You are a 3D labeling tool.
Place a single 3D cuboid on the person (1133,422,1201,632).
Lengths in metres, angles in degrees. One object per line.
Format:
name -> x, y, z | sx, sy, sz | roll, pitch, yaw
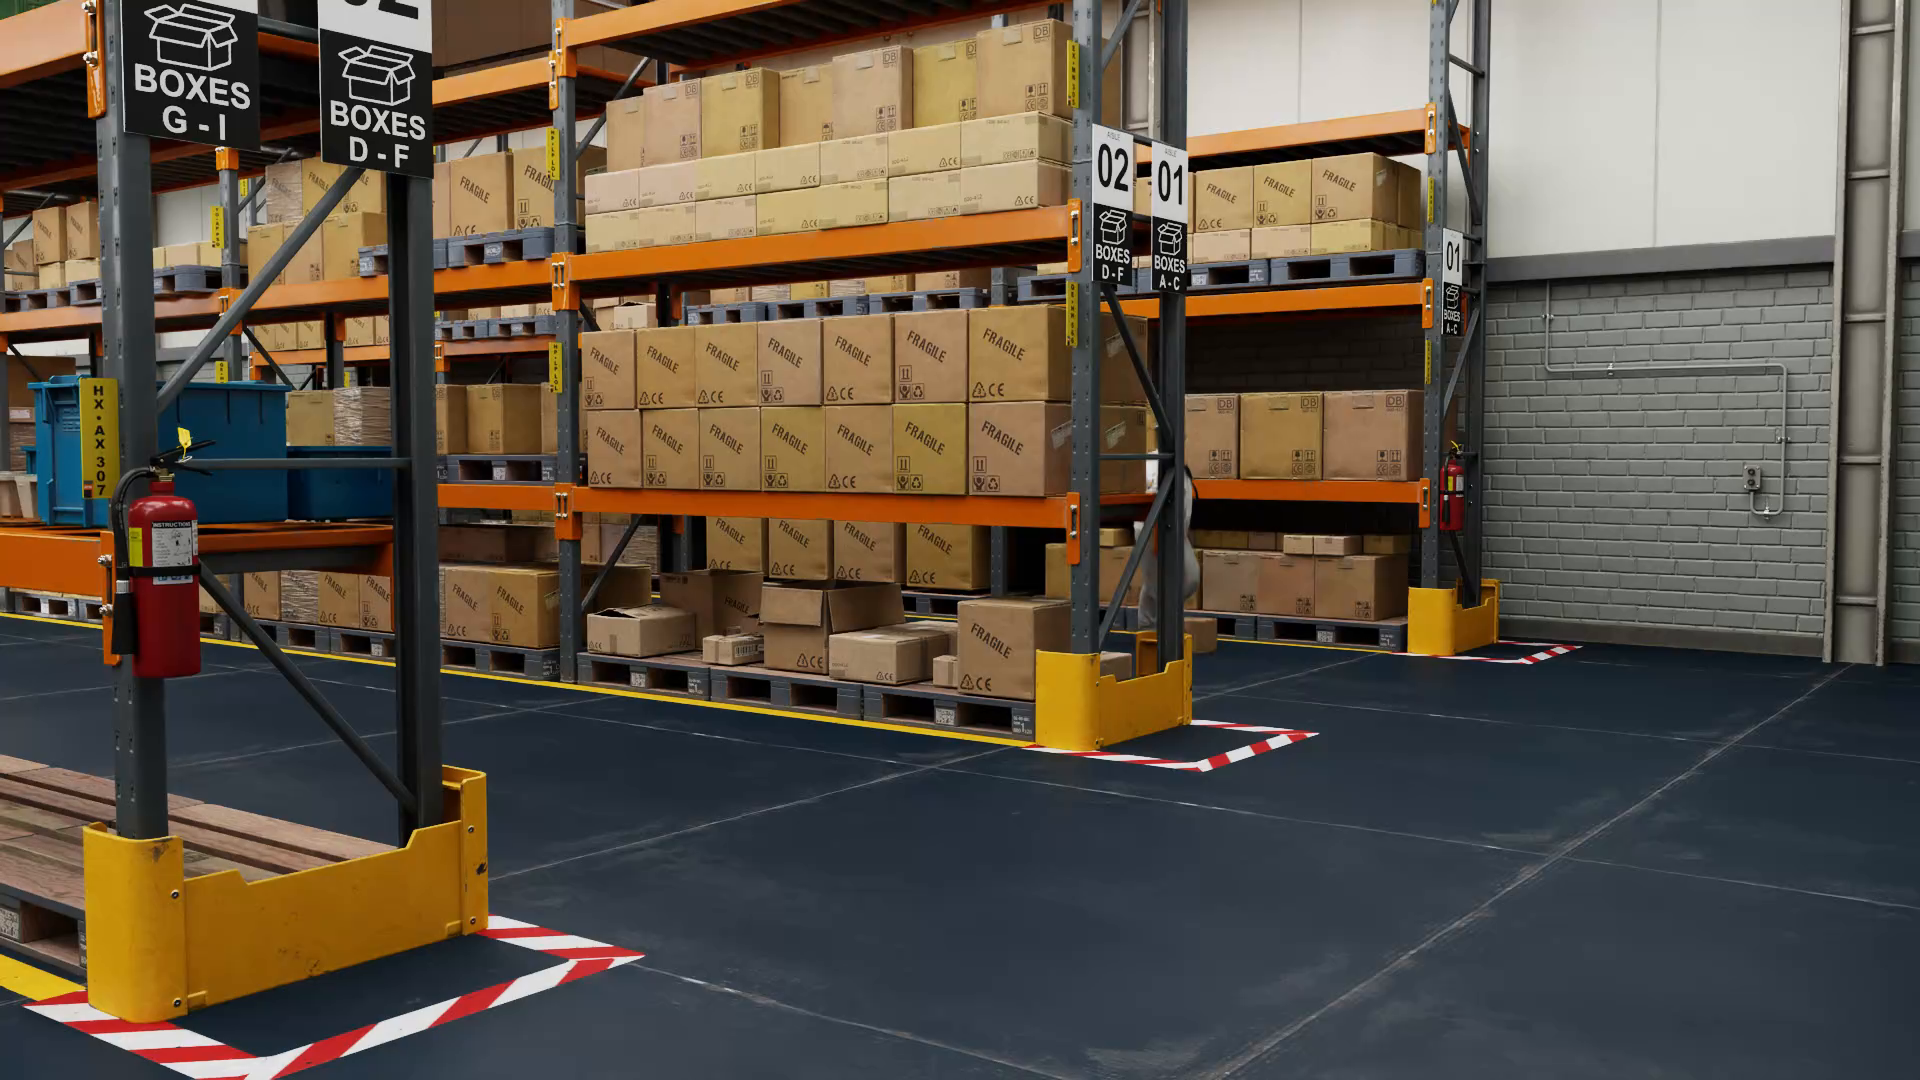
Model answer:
person -> 1.566, -0.027, 12.783 | 0.462, 1.777, 0.549 | 3, 4, 40
